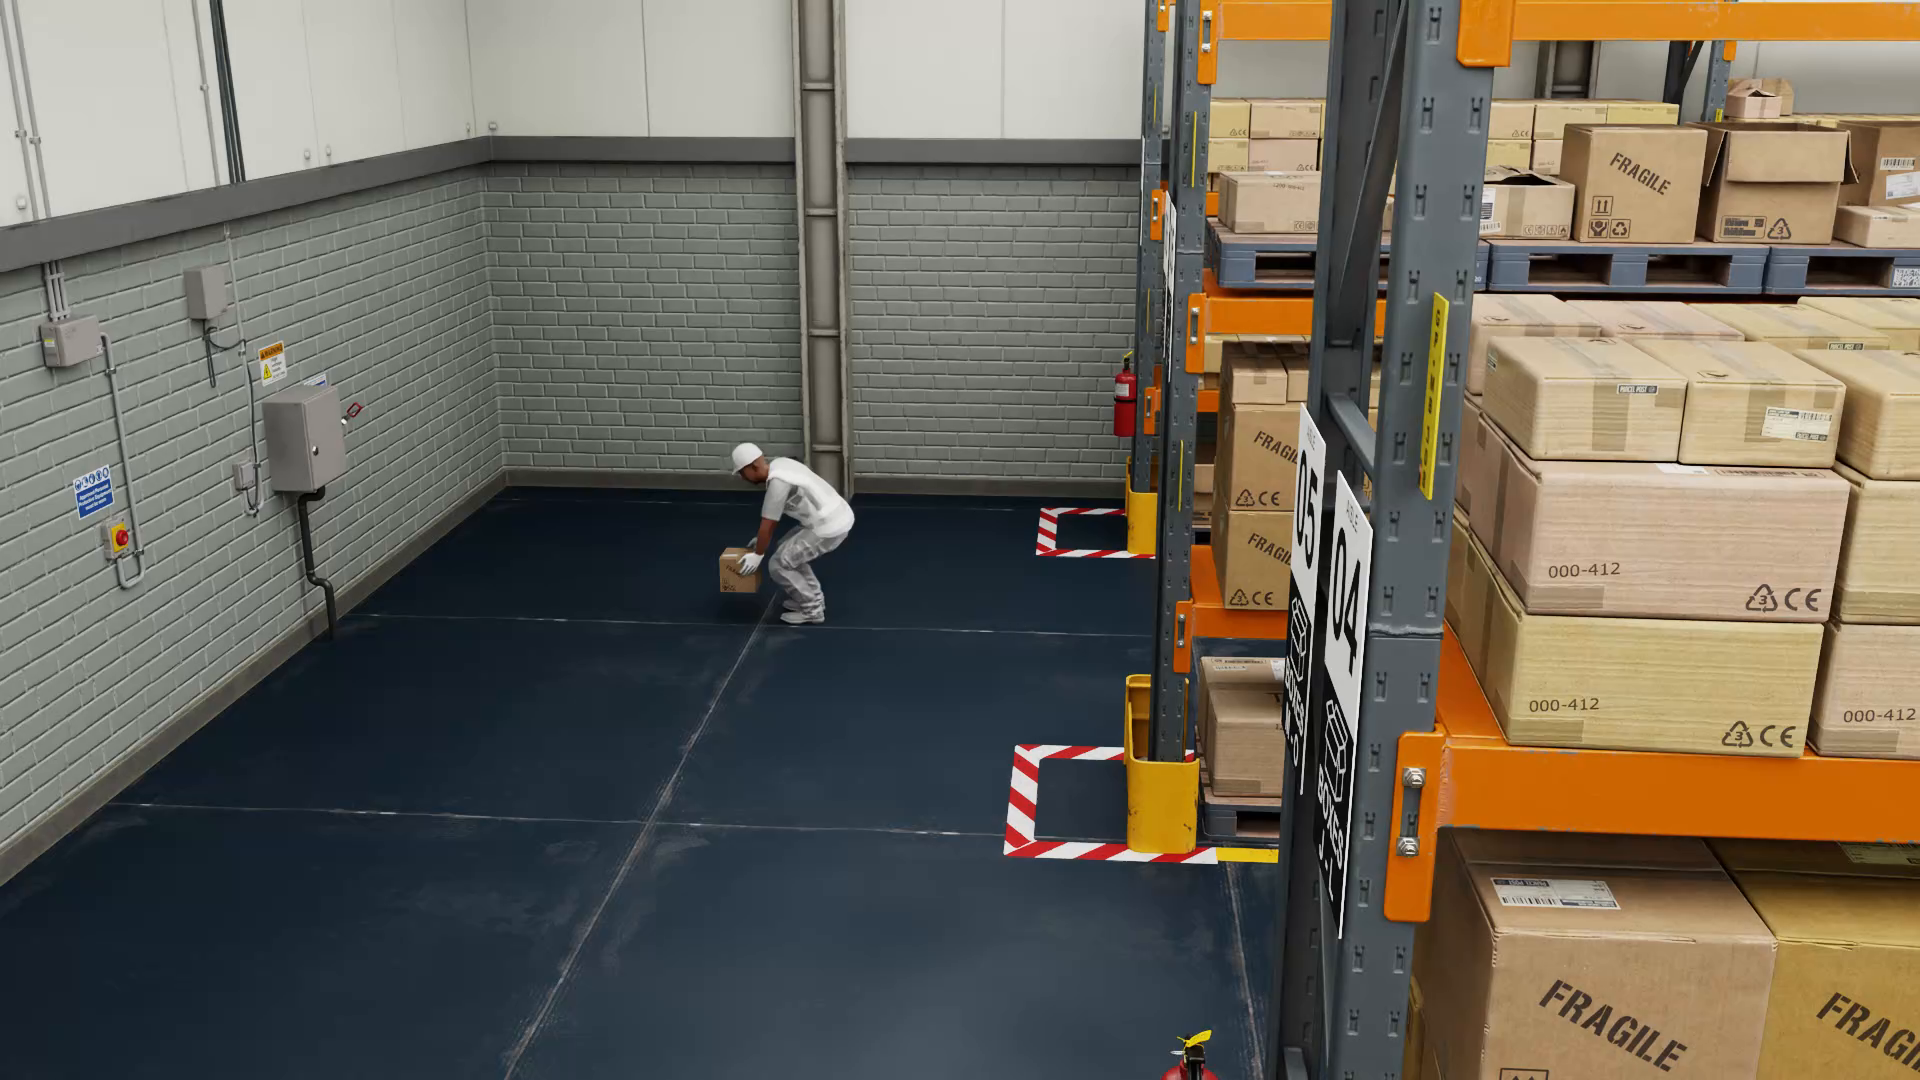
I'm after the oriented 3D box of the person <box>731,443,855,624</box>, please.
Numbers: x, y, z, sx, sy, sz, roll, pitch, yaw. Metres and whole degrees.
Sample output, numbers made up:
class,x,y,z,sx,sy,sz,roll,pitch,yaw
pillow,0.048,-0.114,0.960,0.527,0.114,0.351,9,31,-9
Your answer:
class,x,y,z,sx,sy,sz,roll,pitch,yaw
person,-1.159,-0.055,11.565,0.833,1.264,0.607,1,17,4
